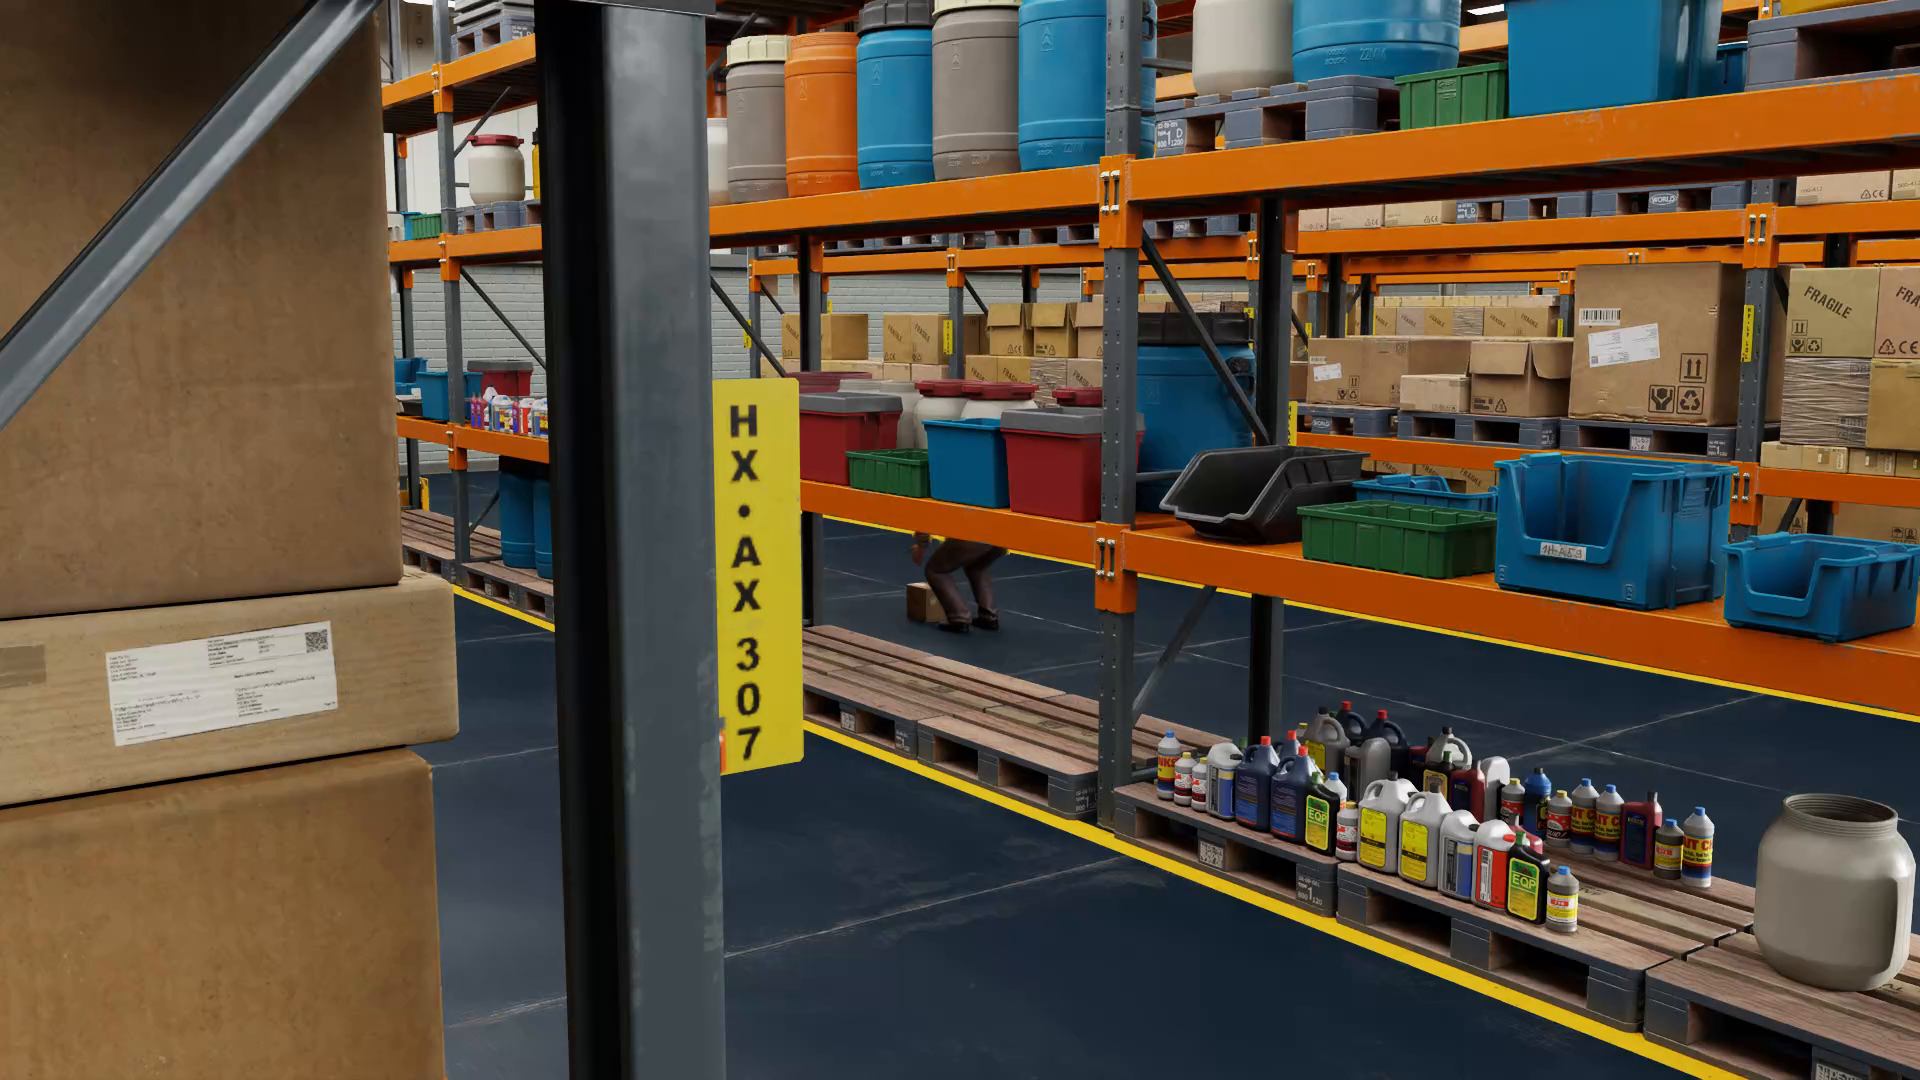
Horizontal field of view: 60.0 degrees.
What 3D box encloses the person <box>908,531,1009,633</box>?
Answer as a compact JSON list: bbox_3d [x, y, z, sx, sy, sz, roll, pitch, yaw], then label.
[{"bbox_3d":[-0.002,-0.011,11.640,0.587,1.279,0.771,-6,10,-36],"label":"person"}]
